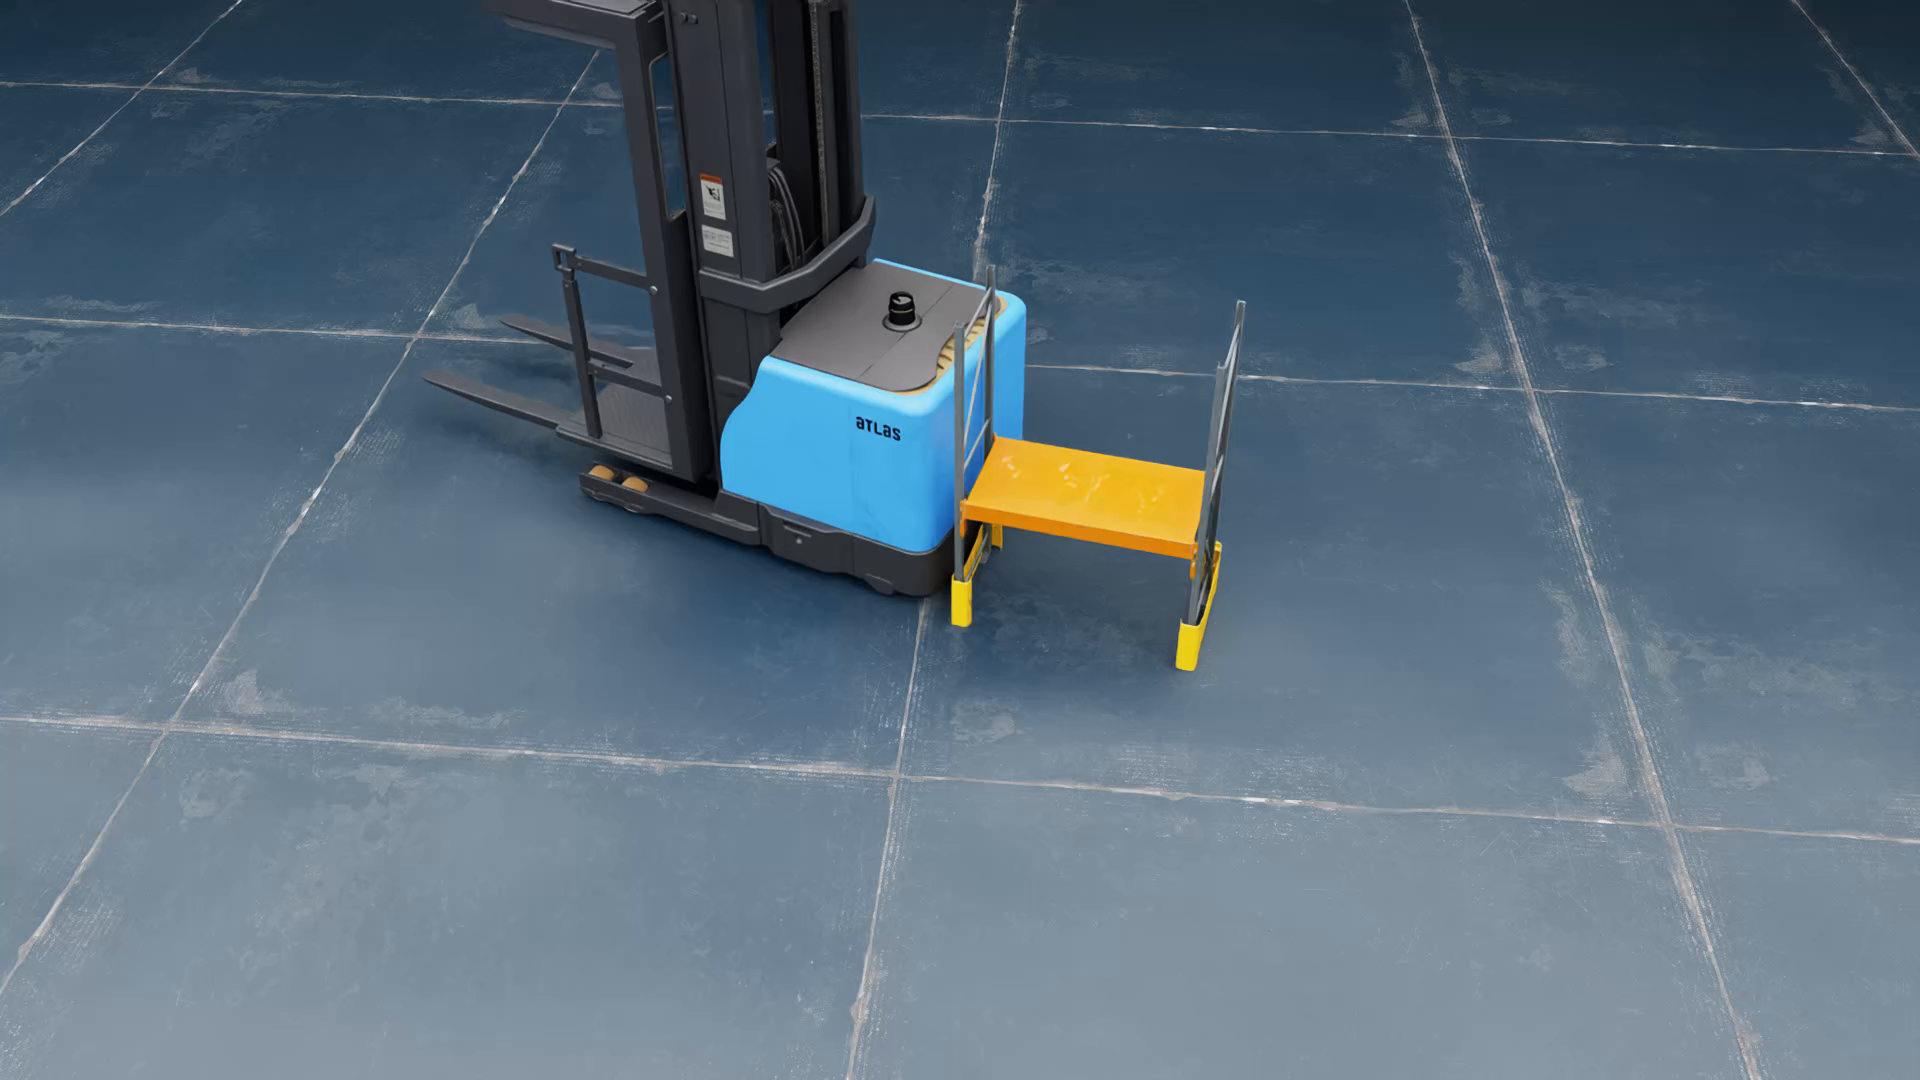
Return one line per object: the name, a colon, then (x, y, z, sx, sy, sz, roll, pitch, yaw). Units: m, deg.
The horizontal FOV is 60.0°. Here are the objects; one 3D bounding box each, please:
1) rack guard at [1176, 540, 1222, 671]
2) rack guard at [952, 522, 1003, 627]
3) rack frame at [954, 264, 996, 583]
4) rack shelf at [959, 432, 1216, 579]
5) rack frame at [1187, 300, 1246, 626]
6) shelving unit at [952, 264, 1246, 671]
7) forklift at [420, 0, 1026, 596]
rack guard: (1.036, 0.278, 7.210, 0.087, 0.250, 0.587, 10, 40, 13)
rack guard: (0.080, 0.103, 7.426, 0.087, 0.250, 0.587, 10, 40, 13)
rack frame: (0.061, -0.386, 7.036, 0.032, 1.500, 0.500, 10, 40, 13)
rack shelf: (0.549, -0.156, 7.039, 1.000, 0.185, 0.538, 10, 40, 13)
rack frame: (1.037, -0.206, 6.815, 0.032, 1.500, 0.500, 10, 40, 13)
shelving unit: (0.558, -0.294, 6.923, 1.083, 1.500, 0.587, 10, 40, 13)
forklift: (-1.240, -1.543, 7.324, 3.031, 2.935, 1.130, 18, 43, 21)
